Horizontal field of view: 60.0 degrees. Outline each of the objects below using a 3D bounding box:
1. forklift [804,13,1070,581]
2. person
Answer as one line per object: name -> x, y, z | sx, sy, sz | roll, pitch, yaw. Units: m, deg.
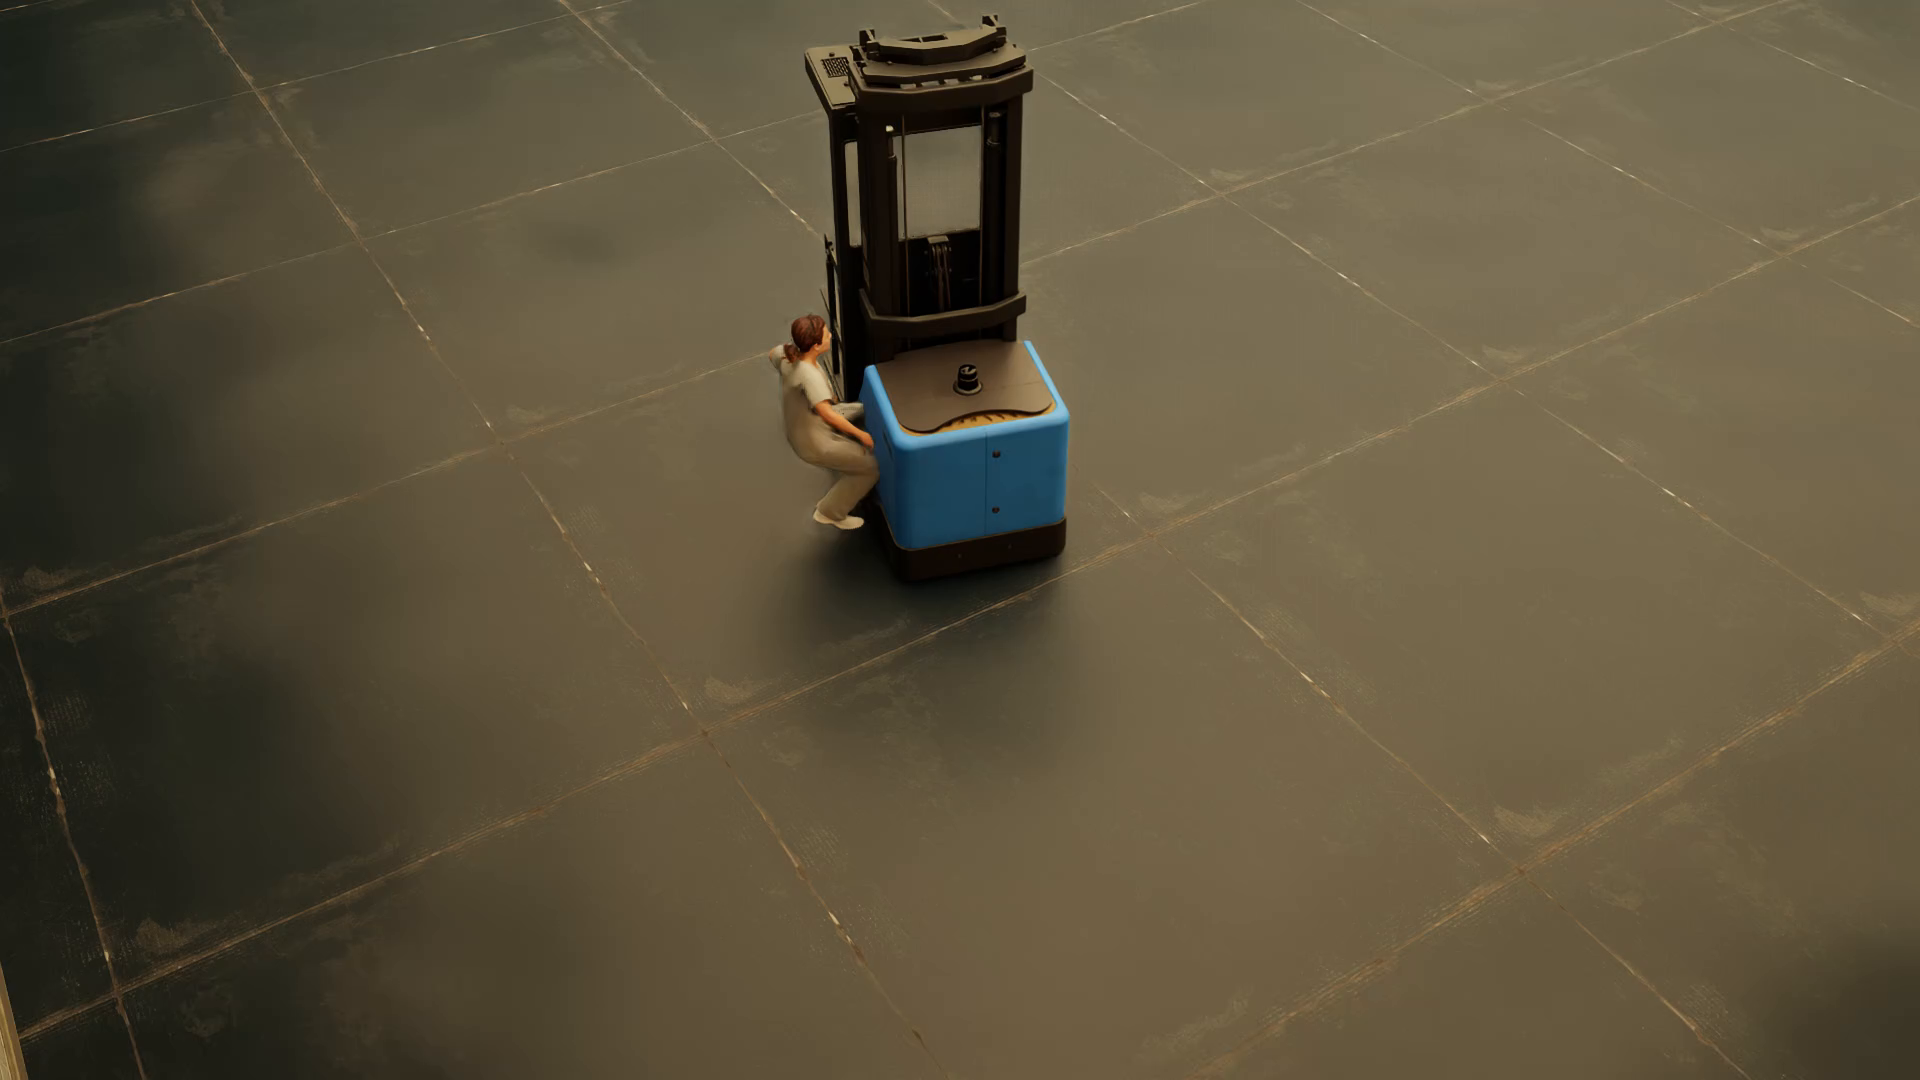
forklift -> -0.256, -1.846, 9.983 | 1.130, 2.935, 3.031 | -10, 42, -12
person -> -0.668, -0.721, 9.660 | 0.723, 1.458, 0.915 | -14, 43, -16
